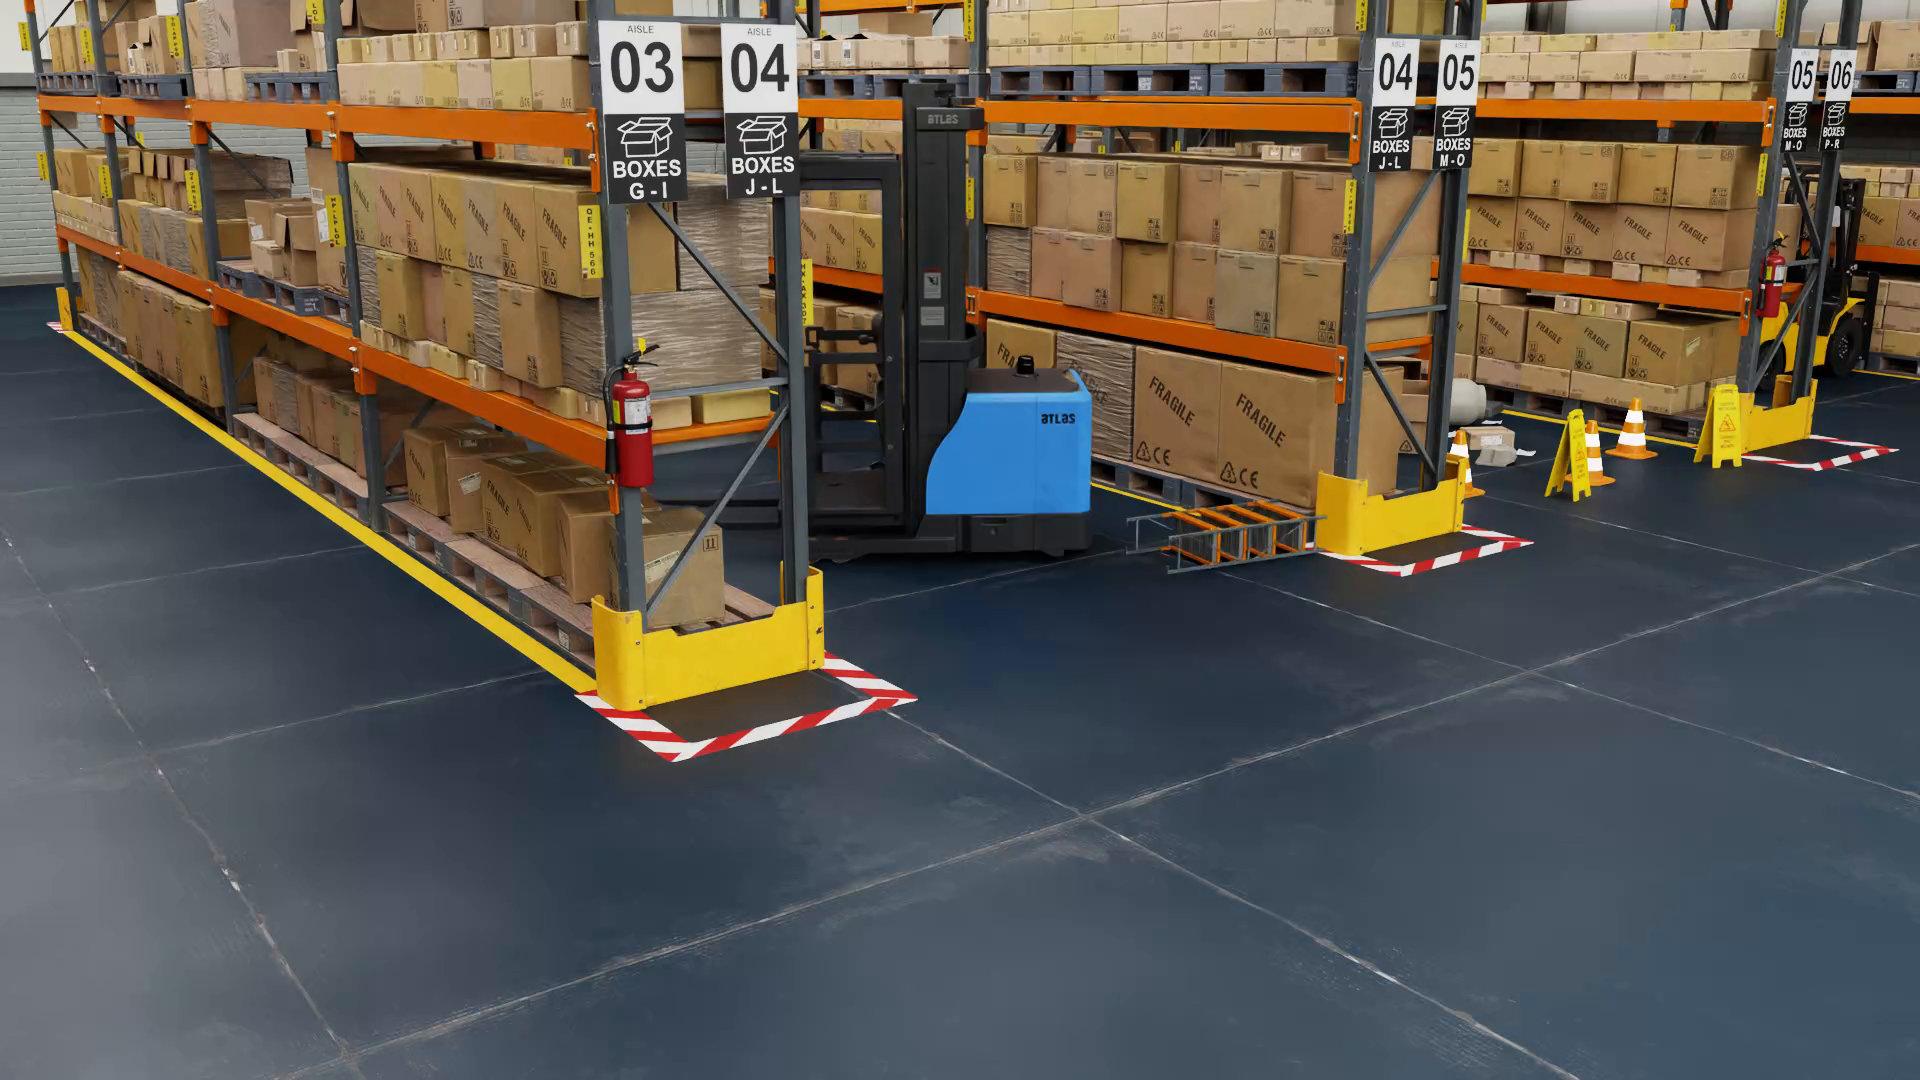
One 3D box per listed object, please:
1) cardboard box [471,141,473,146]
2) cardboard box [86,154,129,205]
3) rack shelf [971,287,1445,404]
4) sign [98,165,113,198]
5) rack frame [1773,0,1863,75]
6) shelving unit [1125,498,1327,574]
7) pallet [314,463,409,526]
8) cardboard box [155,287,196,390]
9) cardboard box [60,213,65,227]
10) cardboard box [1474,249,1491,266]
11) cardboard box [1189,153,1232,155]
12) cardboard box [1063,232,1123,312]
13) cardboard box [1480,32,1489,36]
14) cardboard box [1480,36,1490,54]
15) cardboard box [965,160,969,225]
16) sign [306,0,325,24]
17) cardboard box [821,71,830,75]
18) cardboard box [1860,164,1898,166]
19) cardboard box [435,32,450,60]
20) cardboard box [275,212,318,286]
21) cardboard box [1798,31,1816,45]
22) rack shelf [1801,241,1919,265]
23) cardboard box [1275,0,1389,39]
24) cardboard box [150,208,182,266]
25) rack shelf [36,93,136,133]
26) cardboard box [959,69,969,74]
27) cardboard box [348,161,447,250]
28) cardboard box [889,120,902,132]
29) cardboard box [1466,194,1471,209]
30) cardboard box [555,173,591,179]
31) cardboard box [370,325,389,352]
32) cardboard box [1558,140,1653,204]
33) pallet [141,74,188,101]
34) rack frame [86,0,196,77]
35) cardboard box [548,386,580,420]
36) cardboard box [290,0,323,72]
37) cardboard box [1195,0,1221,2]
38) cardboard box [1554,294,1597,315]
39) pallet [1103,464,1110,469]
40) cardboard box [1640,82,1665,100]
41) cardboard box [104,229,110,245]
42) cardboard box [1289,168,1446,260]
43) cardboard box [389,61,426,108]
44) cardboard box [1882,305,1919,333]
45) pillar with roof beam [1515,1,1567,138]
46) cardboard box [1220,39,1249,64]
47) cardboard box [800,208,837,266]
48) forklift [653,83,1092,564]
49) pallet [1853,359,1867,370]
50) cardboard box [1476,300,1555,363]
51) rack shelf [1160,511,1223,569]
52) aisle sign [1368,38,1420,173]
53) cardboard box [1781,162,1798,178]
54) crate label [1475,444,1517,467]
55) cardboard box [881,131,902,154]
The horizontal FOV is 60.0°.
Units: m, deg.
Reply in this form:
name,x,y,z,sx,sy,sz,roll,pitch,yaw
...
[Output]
name,x,y,z,sx,sy,sz,roll,pitch,yaw
cardboard box,-6.196,-5.316,22.171,0.500,0.500,0.500,-10,18,-33
cardboard box,-9.044,-3.881,17.873,0.500,0.500,0.500,-11,19,-34
rack shelf,1.685,-1.550,12.419,1.077,0.370,4.000,-11,19,-35
sign,-8.715,-3.653,16.951,0.100,0.325,0.005,-11,19,-35
rack frame,6.805,-5.153,12.858,1.000,3.000,0.127,-11,19,-35
shelving unit,1.703,-0.033,10.640,1.200,0.258,0.503,-7,17,-25
pallet,-4.022,-0.396,12.125,1.003,0.211,1.213,-11,19,-35
cardboard box,-6.822,-1.949,15.746,1.225,0.875,0.875,-11,19,-34
cardboard box,-10.525,-3.835,19.882,0.380,0.149,0.250,-11,19,-35
cardboard box,5.050,-2.667,15.615,0.380,0.149,0.250,-11,19,-35
cardboard box,2.906,-4.199,19.189,0.500,0.500,0.500,-11,19,-35
cardboard box,1.299,-2.072,12.679,0.875,0.550,0.550,-11,19,-35
cardboard box,6.720,-6.200,21.191,0.700,0.500,0.500,-11,19,-36
cardboard box,4.832,-4.537,15.254,0.380,0.149,0.250,-11,19,-35
cardboard box,0.212,-2.959,14.123,0.700,0.500,0.500,-11,19,-35
sign,-4.010,-3.375,10.316,0.100,0.325,0.005,-11,19,-35
cardboard box,-1.763,-7.003,24.483,0.500,0.311,0.500,-10,18,-34
cardboard box,9.907,-3.975,17.935,0.380,0.149,0.250,-11,19,-34
cardboard box,-2.645,-2.703,9.115,0.380,0.149,0.250,-10,18,-33
cardboard box,-4.657,-2.184,12.381,0.797,0.503,0.637,-9,18,-29
cardboard box,6.761,-4.077,13.574,0.380,0.149,0.250,-11,19,-35
rack shelf,9.642,-3.111,18.123,1.077,0.370,4.000,-11,19,-35
cardboard box,2.347,-3.299,10.503,0.500,0.250,0.500,-11,19,-34
cardboard box,-7.300,-2.871,15.695,0.500,0.500,0.500,-10,18,-33
rack shelf,-9.443,-4.811,18.651,1.077,0.370,4.000,-11,19,-35
cardboard box,0.210,-6.034,21.405,0.380,0.166,0.250,-12,20,-38
cardboard box,-3.504,-2.114,10.470,0.500,0.500,0.500,-11,19,-35
cardboard box,-0.756,-5.755,23.108,0.380,0.149,0.250,-10,18,-33
cardboard box,4.800,-3.065,15.838,0.500,0.500,0.500,-11,19,-35
cardboard box,-1.897,-1.769,9.212,0.500,0.500,0.500,-11,19,-35
cardboard box,-3.543,-1.306,10.643,0.380,0.149,0.250,-11,19,-35
cardboard box,5.653,-3.211,14.478,0.700,0.500,0.500,-11,19,-35
pallet,-6.336,-3.915,14.372,1.213,0.211,1.003,-10,18,-32
rack frame,-8.267,-6.177,16.600,1.000,3.000,0.127,-11,19,-35
cardboard box,-1.881,-0.728,8.529,0.380,0.149,0.250,-11,19,-35
cardboard box,-4.314,-3.591,11.843,0.797,0.503,0.637,-10,18,-32
cardboard box,1.792,-3.667,11.089,0.380,0.149,0.250,-11,19,-34
cardboard box,5.554,-2.120,14.902,0.380,0.149,0.250,-10,18,-32
pallet,0.892,-0.804,13.615,1.003,0.211,1.213,-11,19,-35
cardboard box,5.972,-3.792,14.044,0.380,0.149,0.250,-11,19,-34
cardboard box,-8.863,-3.232,17.678,0.380,0.149,0.250,-10,18,-33
cardboard box,2.674,-2.148,10.913,0.875,0.550,0.550,-11,19,-35
cardboard box,-2.907,-2.594,9.474,0.500,0.250,0.500,-12,19,-37
cardboard box,9.993,-2.312,17.309,0.500,0.250,0.500,-11,19,-35
pillar with roof beam,4.127,-6.826,18.969,9.100,9.000,0.400,-11,19,-35
cardboard box,1.944,-3.227,10.994,0.380,0.149,0.250,-11,19,-34
cardboard box,-1.200,-2.872,15.700,0.500,0.500,0.500,-11,19,-35
forklift,-0.690,-1.405,10.658,3.031,2.935,1.130,-1,15,-2
pallet,9.621,-2.103,18.359,1.003,0.211,1.213,-11,19,-35
cardboard box,5.209,-1.960,15.549,0.500,0.500,0.500,-10,18,-32
rack shelf,1.464,-0.002,10.527,0.148,0.258,0.480,-7,17,-25
aisle sign,2.660,-2.662,10.195,0.394,0.787,0.004,-11,19,-35
cardboard box,9.040,-4.058,18.240,0.380,0.149,0.250,-11,19,-35
crate label,4.298,-0.684,13.315,0.298,0.136,0.250,7,17,23
cardboard box,-0.751,-5.410,23.078,0.500,0.500,0.500,-11,19,-35
